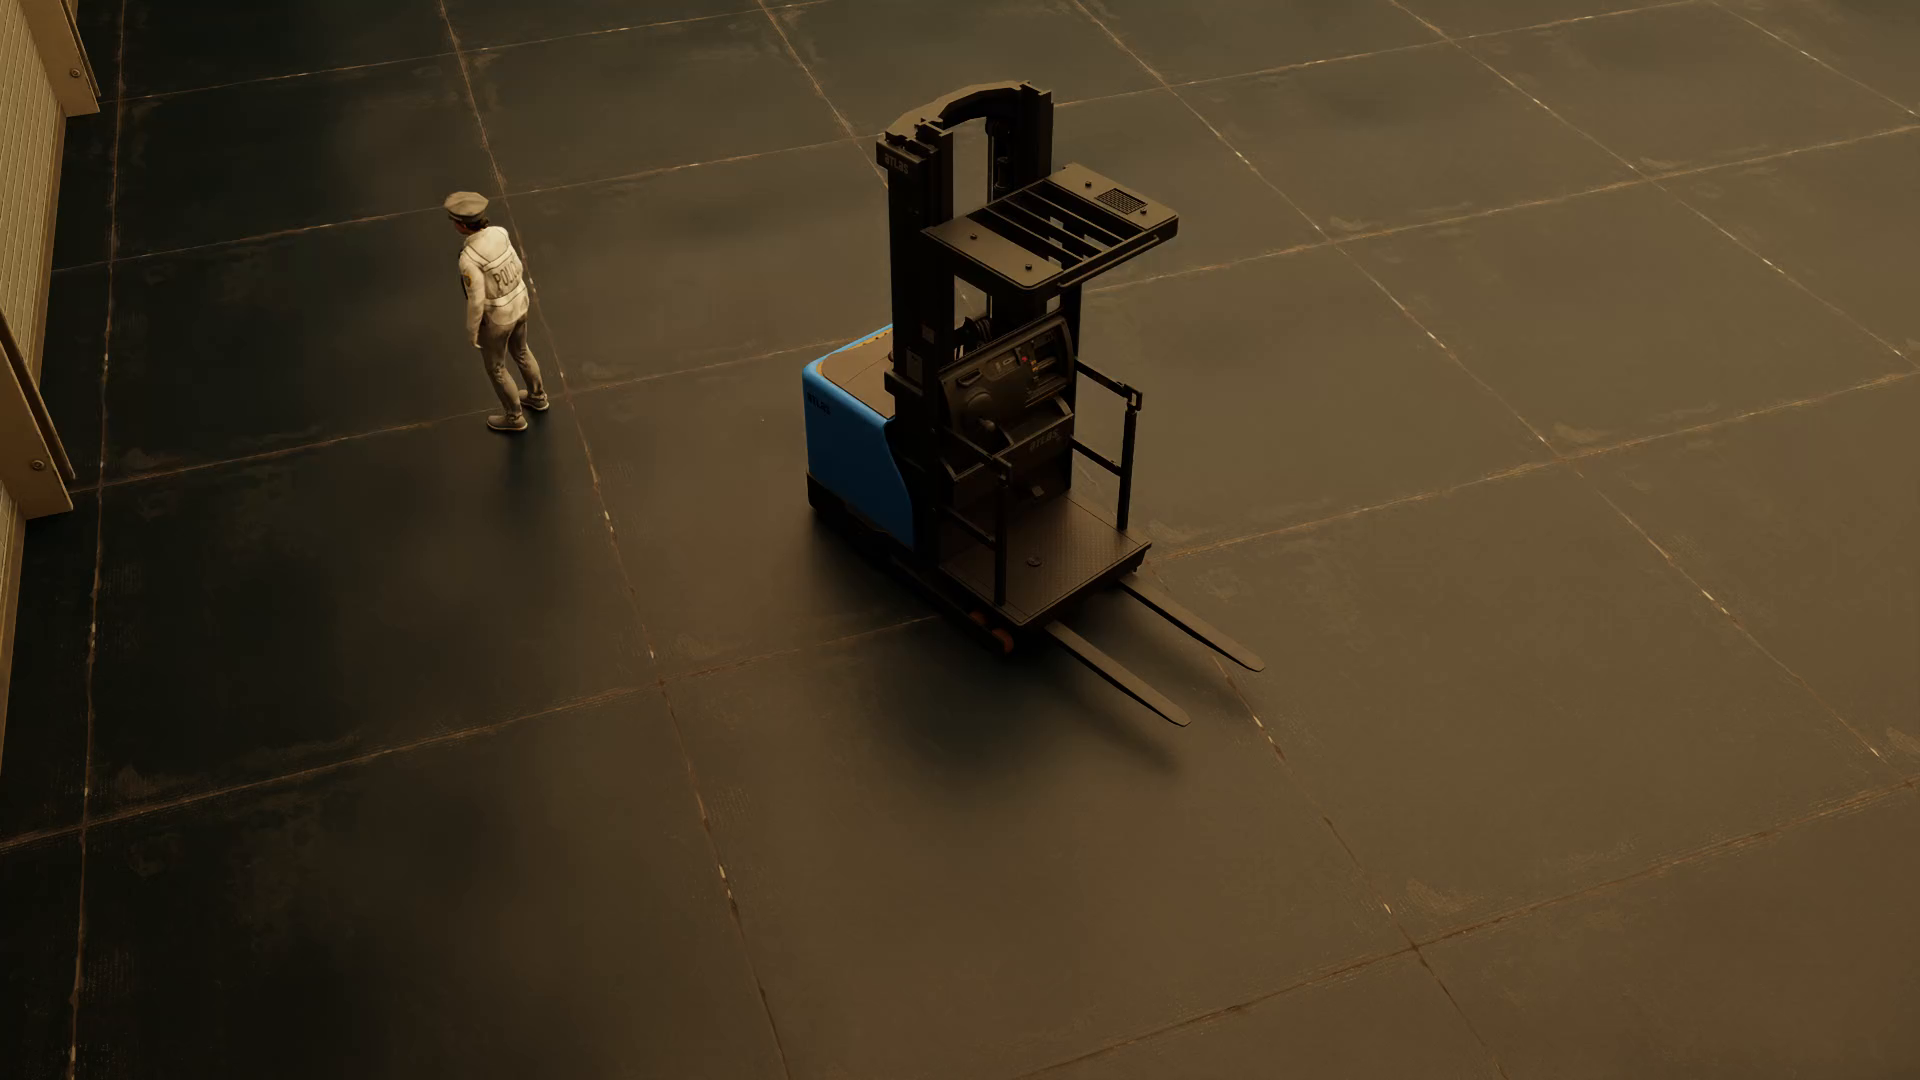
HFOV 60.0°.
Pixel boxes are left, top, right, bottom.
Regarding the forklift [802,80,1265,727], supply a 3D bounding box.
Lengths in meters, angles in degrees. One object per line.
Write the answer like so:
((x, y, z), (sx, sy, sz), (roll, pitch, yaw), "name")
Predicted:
((0.409, -0.833, 8.988), (1.130, 2.935, 3.031), (-30, 49, -31), "forklift")

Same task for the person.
((-2.980, -1.453, 10.713), (0.373, 1.665, 0.543), (15, 42, 17), "person")
